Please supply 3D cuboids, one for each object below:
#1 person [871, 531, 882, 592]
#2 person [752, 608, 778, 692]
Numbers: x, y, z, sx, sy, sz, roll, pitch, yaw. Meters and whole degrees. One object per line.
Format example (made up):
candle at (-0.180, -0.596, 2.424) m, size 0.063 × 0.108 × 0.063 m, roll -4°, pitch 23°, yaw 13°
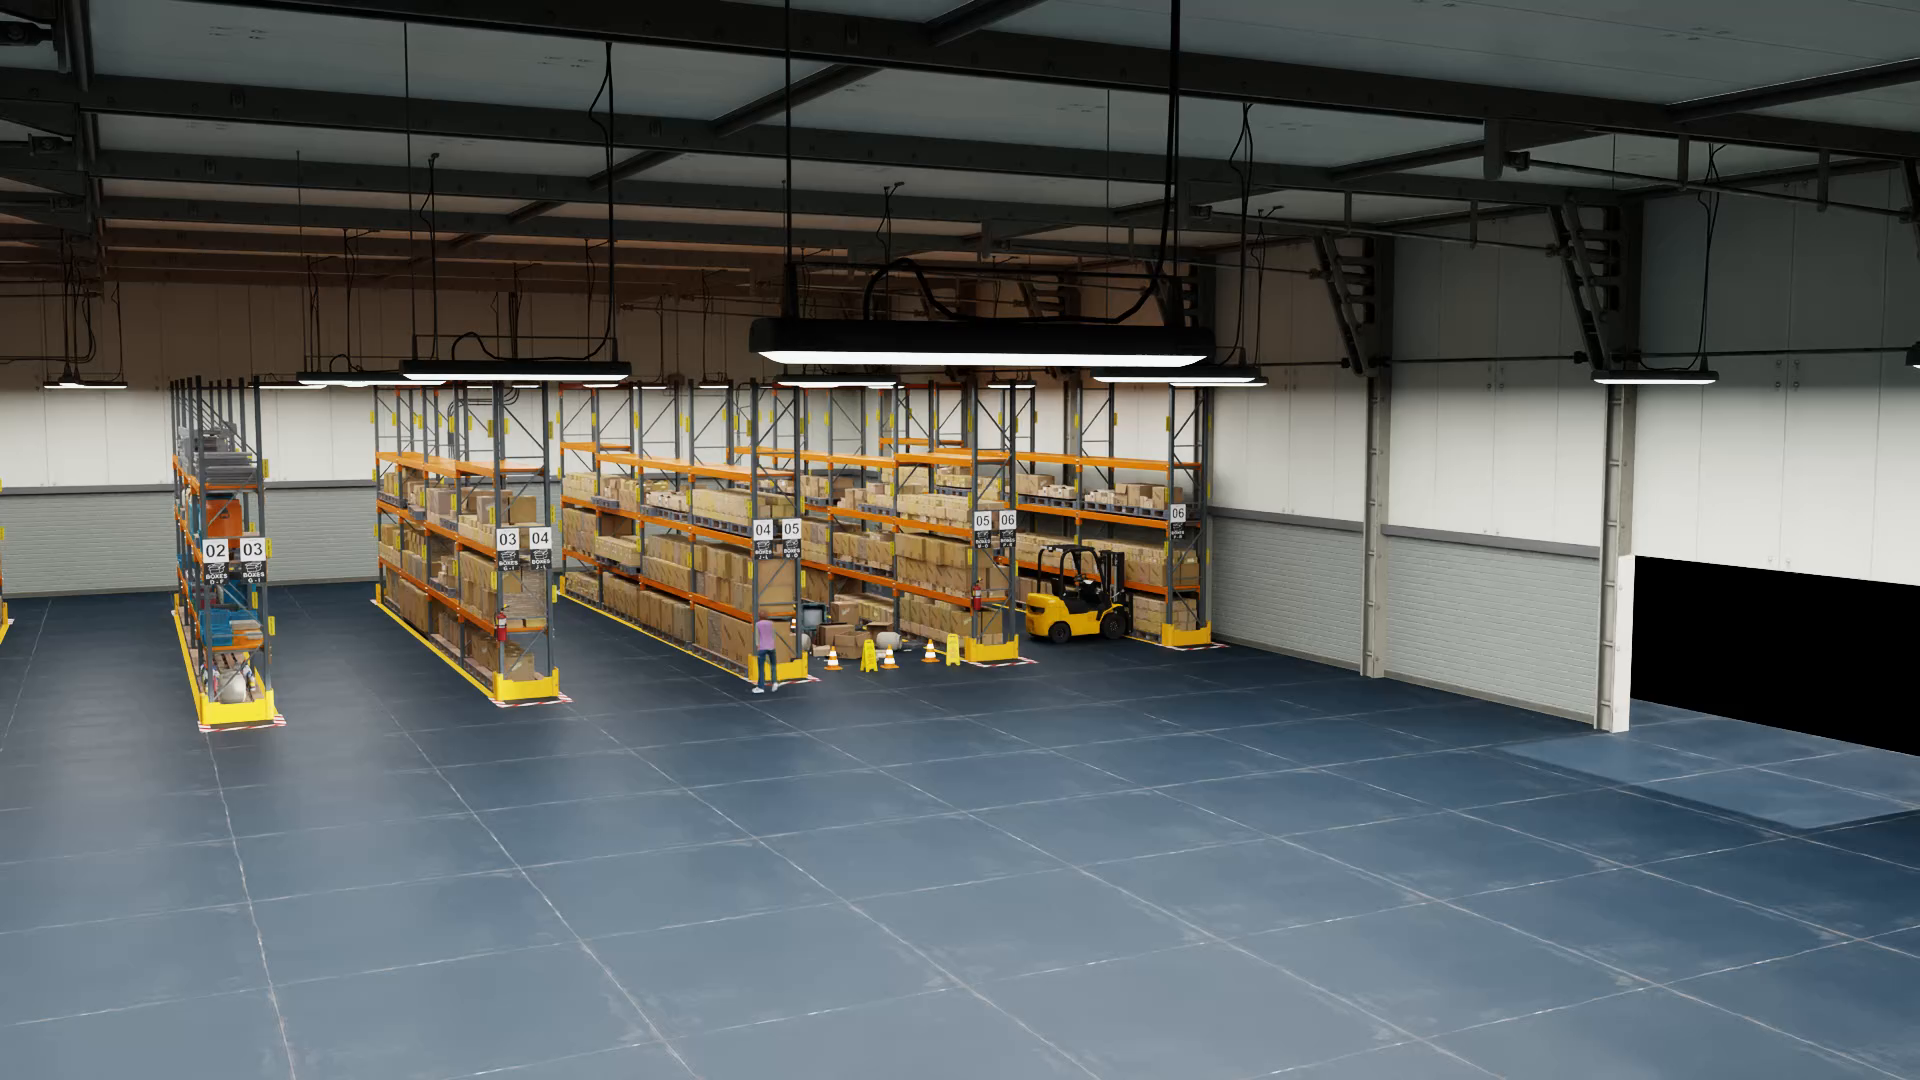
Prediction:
person at (-2.307, 0.563, 45.501) m, size 0.505 × 1.686 × 0.522 m, roll 1°, pitch 5°, yaw 16°
person at (-3.702, 2.102, 31.640) m, size 0.498 × 1.601 × 0.367 m, roll -2°, pitch 5°, yaw -17°
